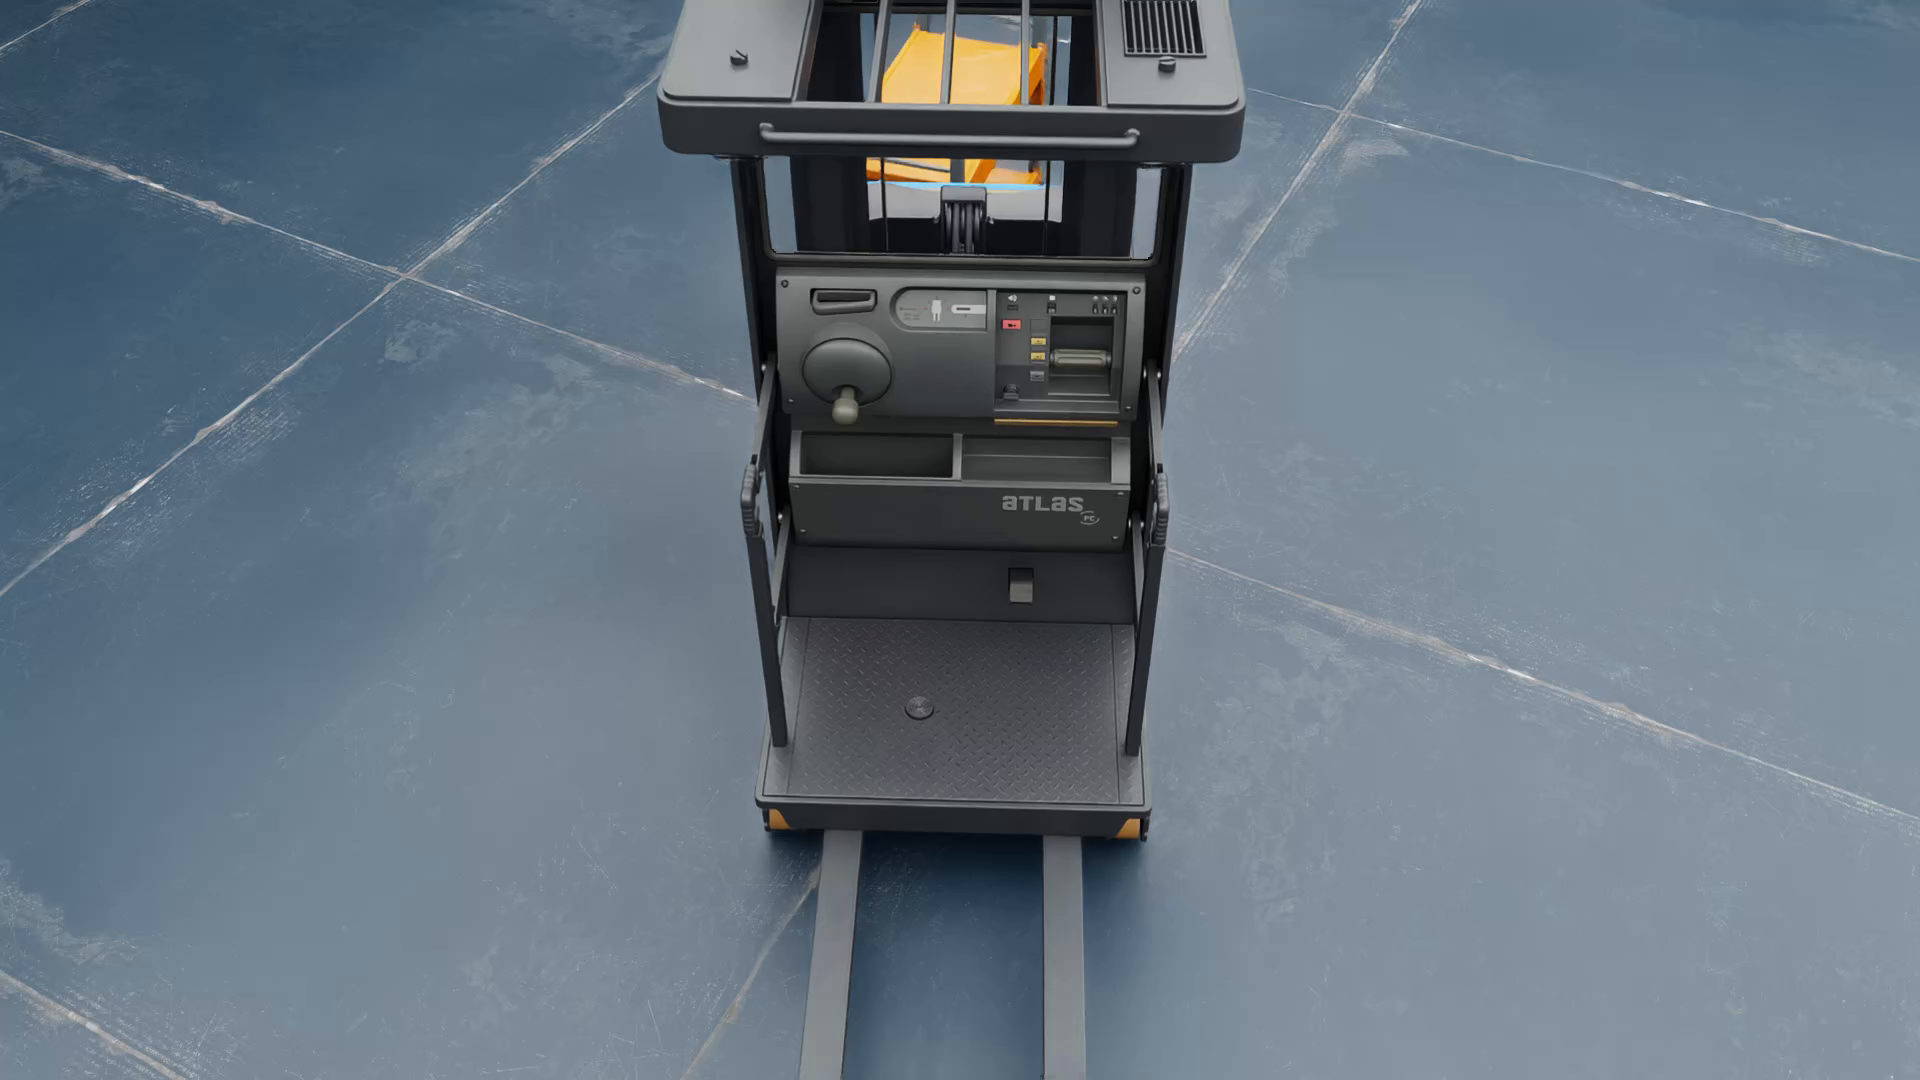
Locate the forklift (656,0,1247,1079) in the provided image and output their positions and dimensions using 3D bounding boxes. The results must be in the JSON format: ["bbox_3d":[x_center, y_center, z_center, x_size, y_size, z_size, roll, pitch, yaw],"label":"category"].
[{"bbox_3d":[-0.005,-0.392,4.077,1.130,2.935,3.031,1,45,1],"label":"forklift"}]

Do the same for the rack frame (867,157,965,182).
[{"bbox_3d":[-0.226,-0.922,5.870,0.500,1.125,0.032,12,47,12],"label":"rack frame"}]

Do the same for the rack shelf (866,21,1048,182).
[{"bbox_3d":[-0.075,-1.473,6.003,0.538,0.278,1.000,12,47,12],"label":"rack shelf"}]

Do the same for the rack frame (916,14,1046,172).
[{"bbox_3d":[0.076,-1.612,6.553,0.500,1.125,0.032,12,47,12],"label":"rack frame"}]

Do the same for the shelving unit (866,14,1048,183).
[{"bbox_3d":[-0.075,-1.267,6.212,0.538,1.125,1.048,12,47,12],"label":"shelving unit"}]

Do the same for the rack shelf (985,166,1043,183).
[{"bbox_3d":[-0.075,-1.095,6.385,0.538,0.278,1.000,12,47,12],"label":"rack shelf"}]
